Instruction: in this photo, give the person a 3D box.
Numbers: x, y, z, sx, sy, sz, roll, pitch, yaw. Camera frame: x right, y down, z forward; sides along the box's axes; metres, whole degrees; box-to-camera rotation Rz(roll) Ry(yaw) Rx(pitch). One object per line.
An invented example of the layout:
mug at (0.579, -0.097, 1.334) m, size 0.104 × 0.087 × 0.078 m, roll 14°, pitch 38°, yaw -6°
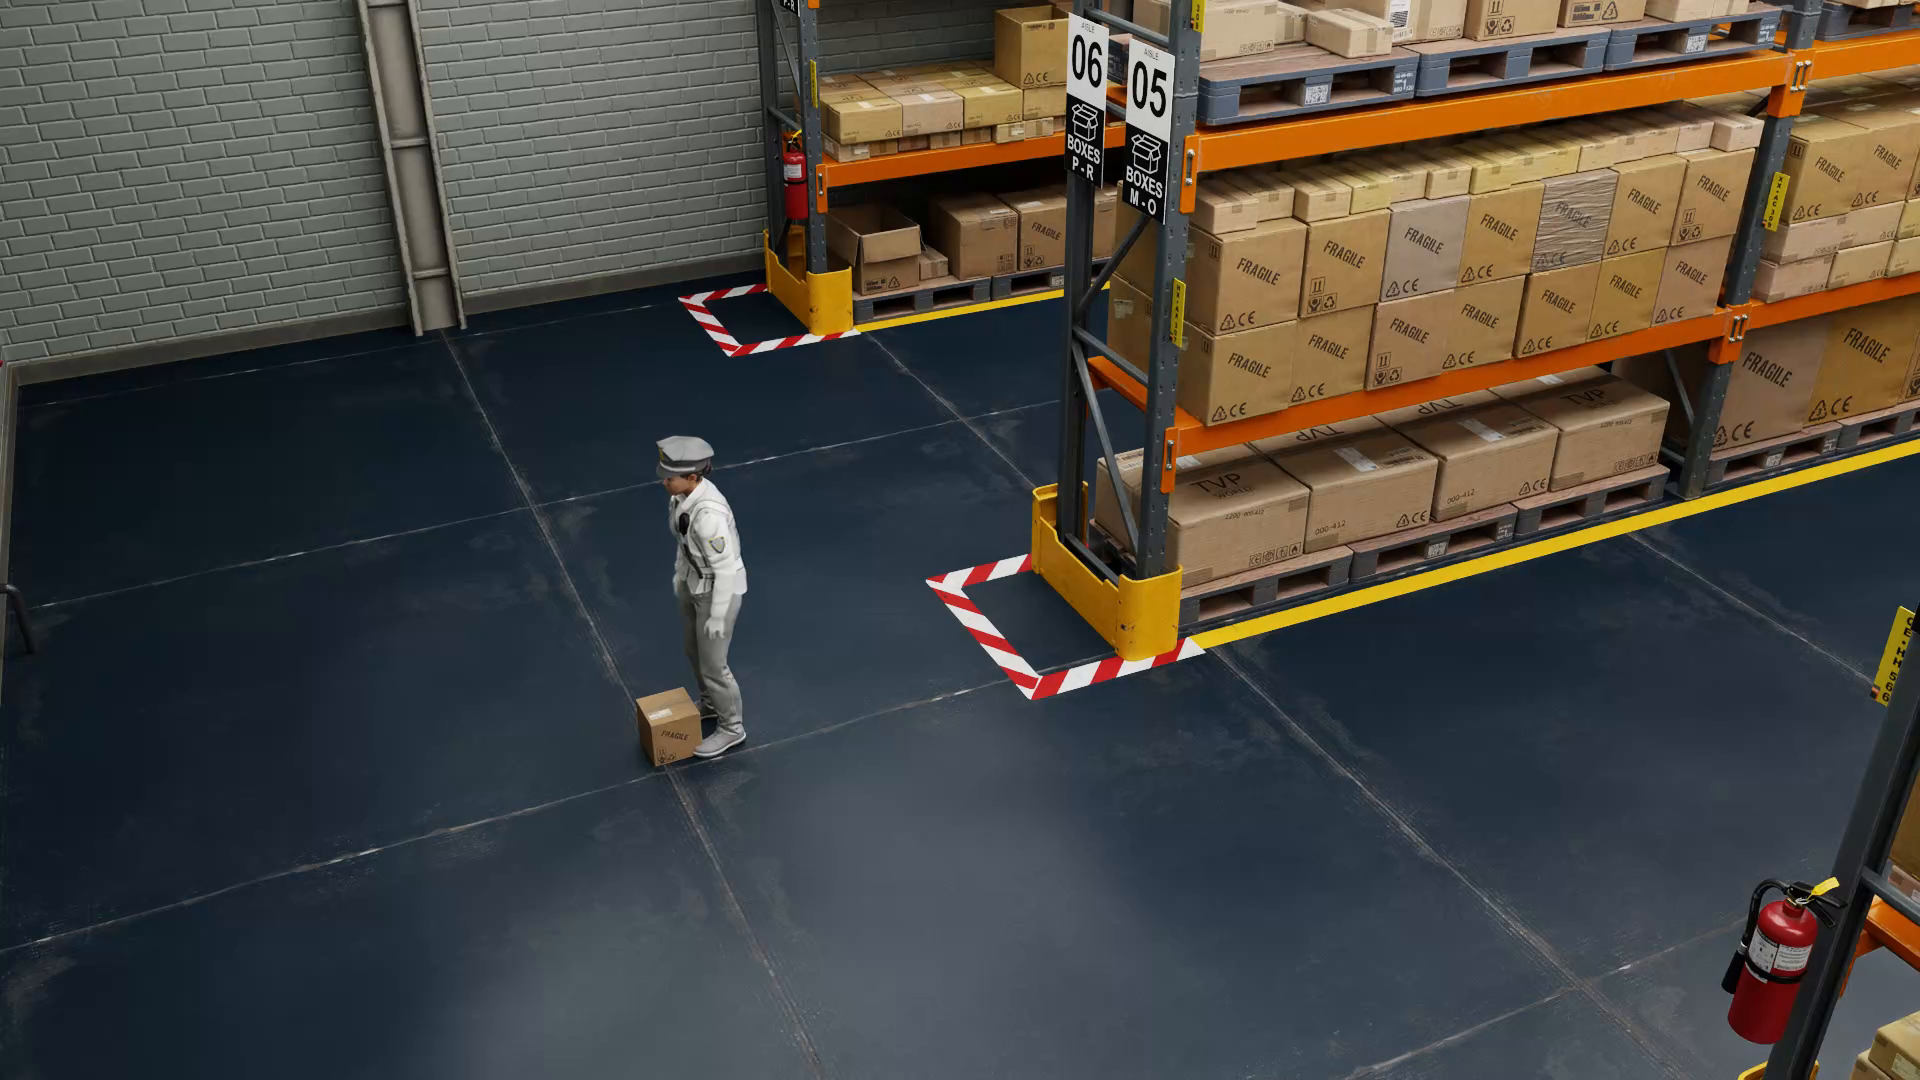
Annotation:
person at (-1.223, 0.259, 7.982) m, size 0.369 × 1.667 × 0.546 m, roll -15°, pitch 33°, yaw -24°
